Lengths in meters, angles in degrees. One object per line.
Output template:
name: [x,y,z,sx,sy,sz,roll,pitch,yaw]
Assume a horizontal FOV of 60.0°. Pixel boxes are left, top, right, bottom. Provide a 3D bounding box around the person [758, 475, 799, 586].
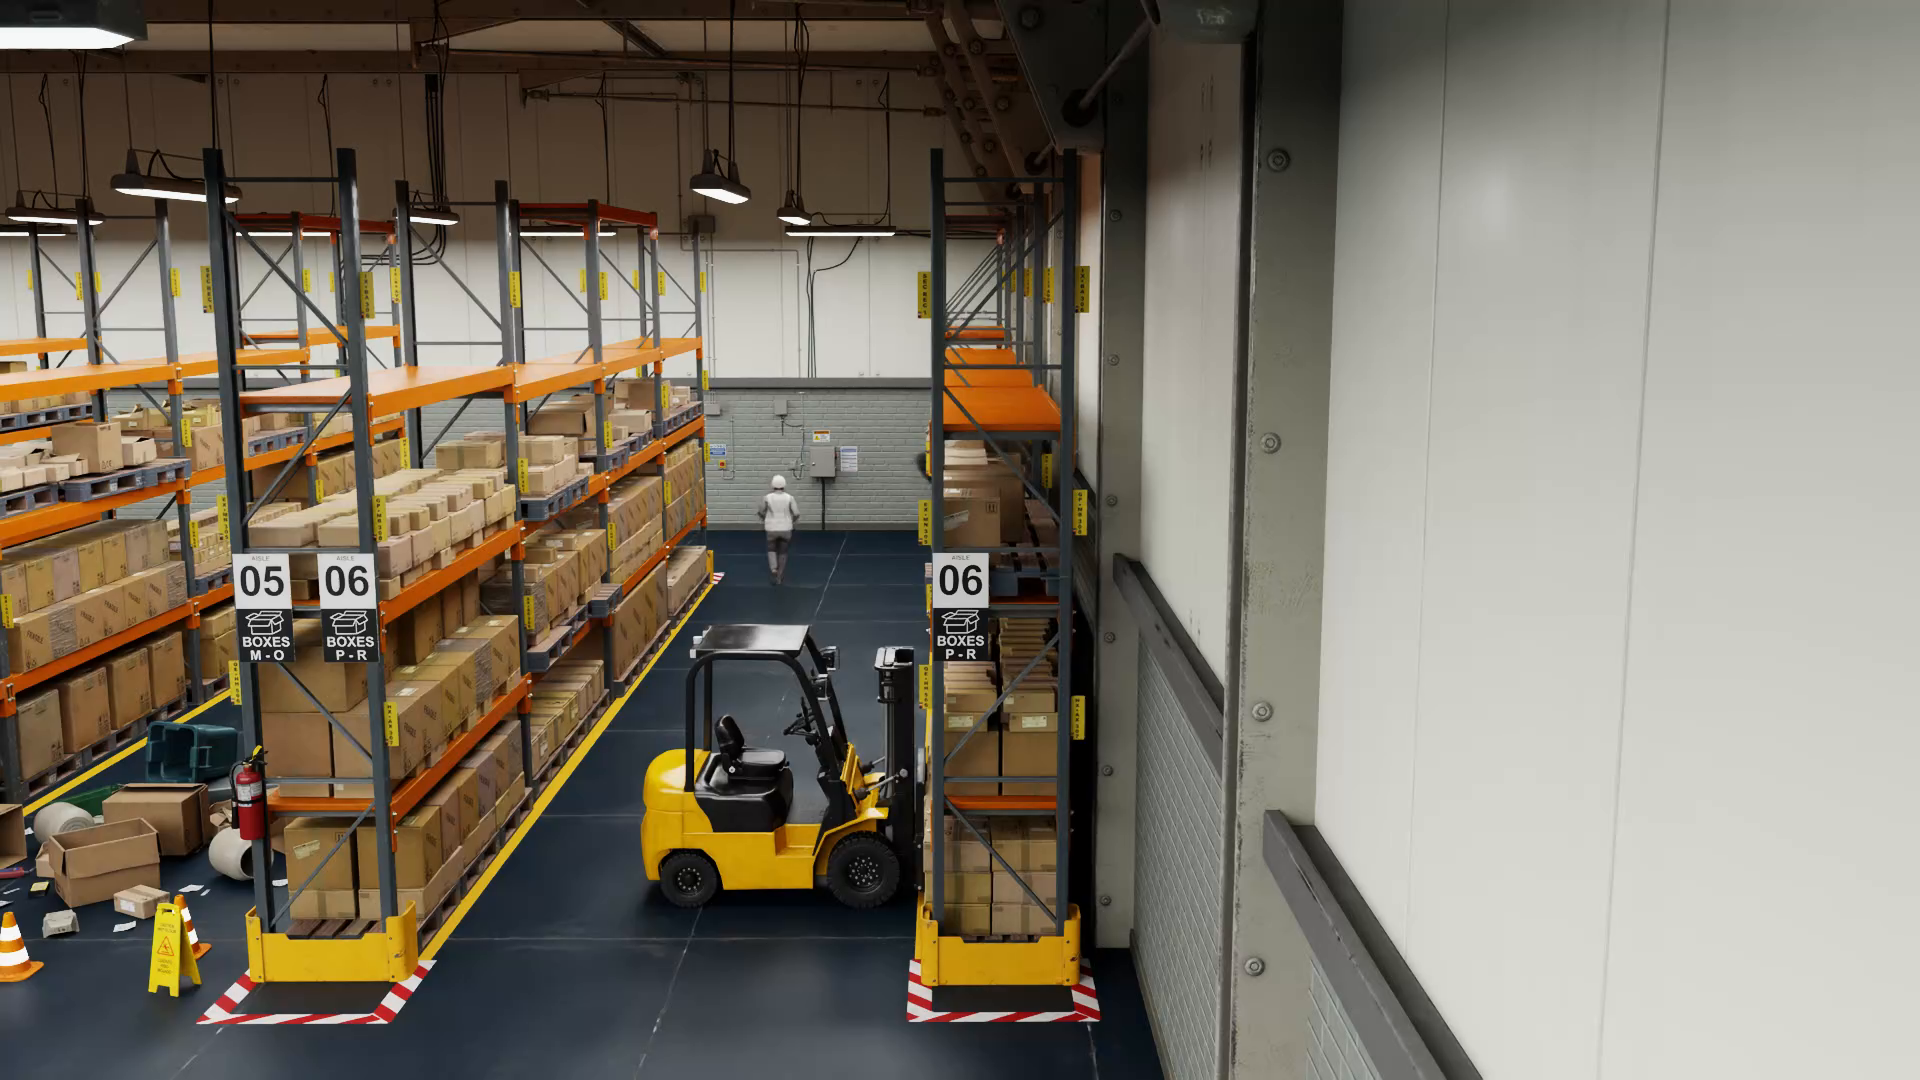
person: [-2.851,-0.161,26.172,0.644,1.742,0.531,-1,9,-6]
